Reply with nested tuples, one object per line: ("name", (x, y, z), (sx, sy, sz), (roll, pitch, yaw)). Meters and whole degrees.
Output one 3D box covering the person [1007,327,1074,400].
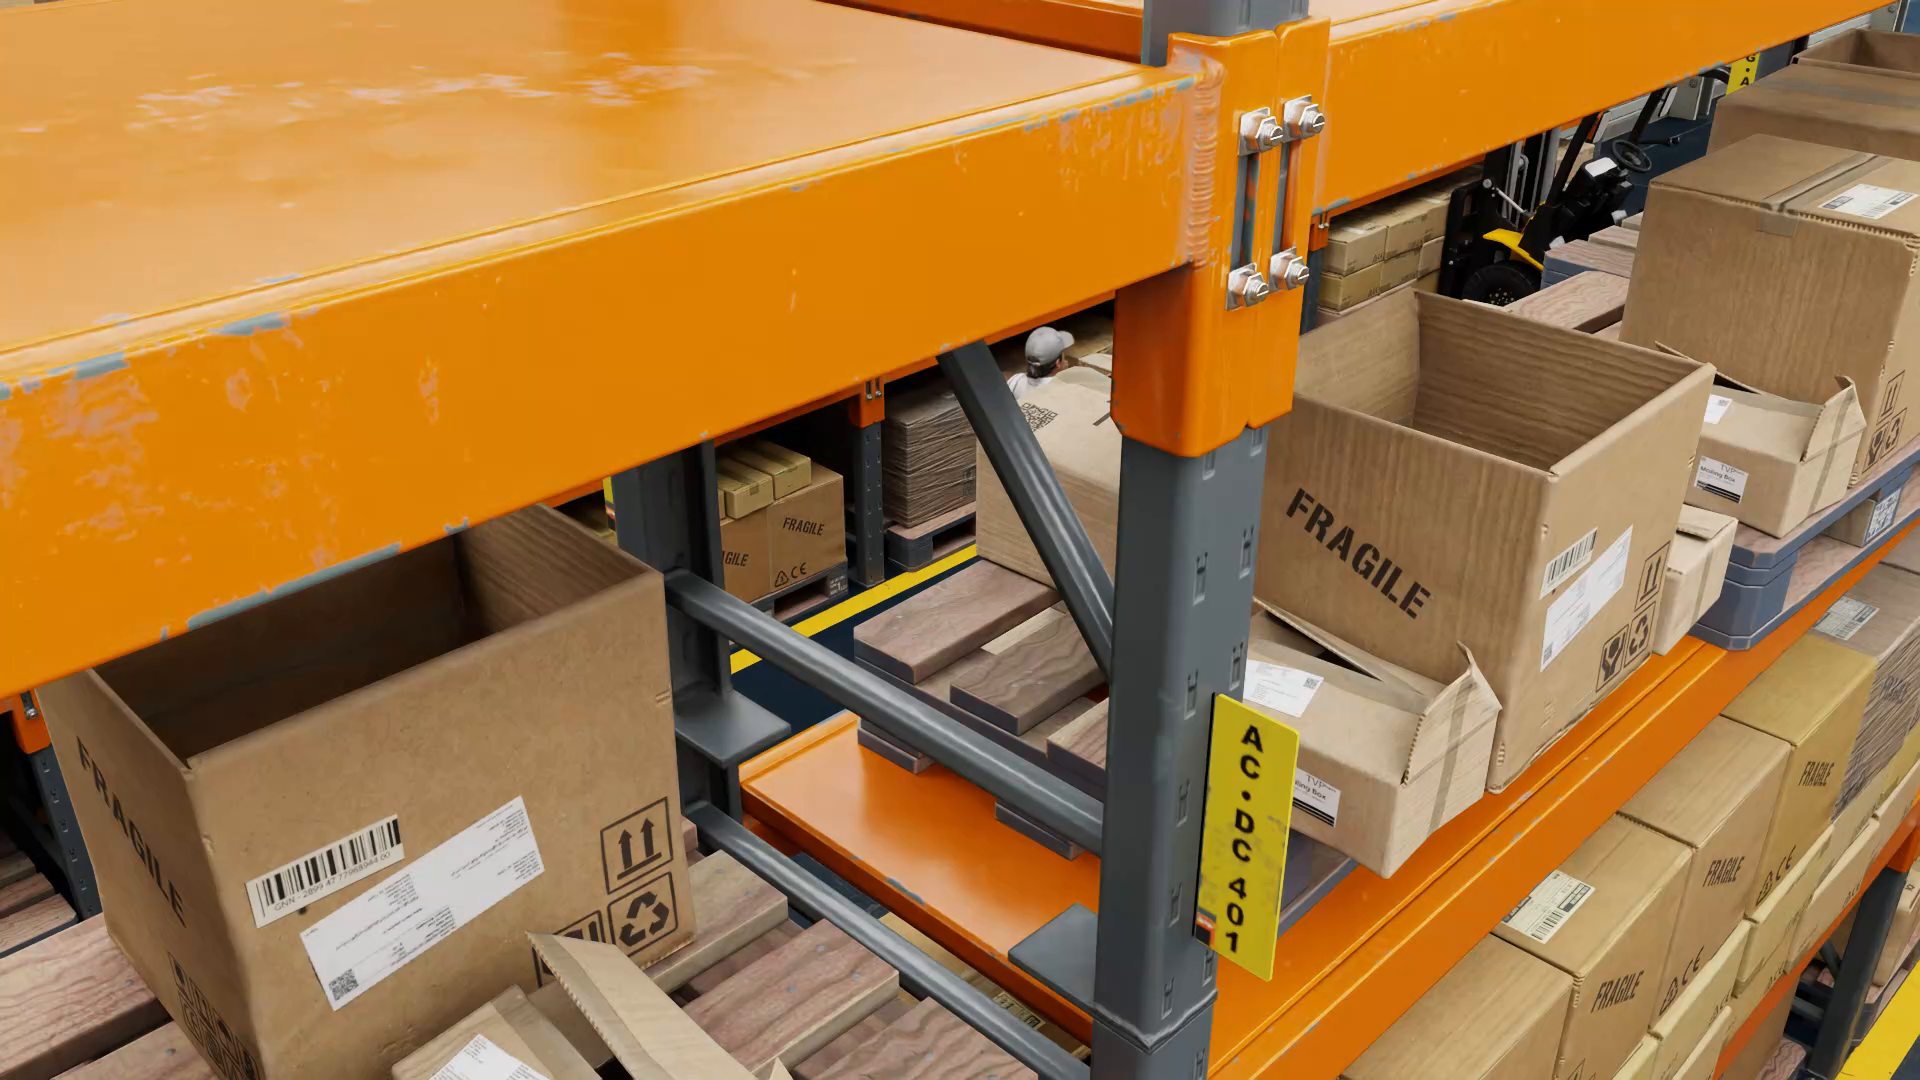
("person", (0.495, -0.290, 8.175), (0.453, 1.653, 0.541), (23, 36, 37))
